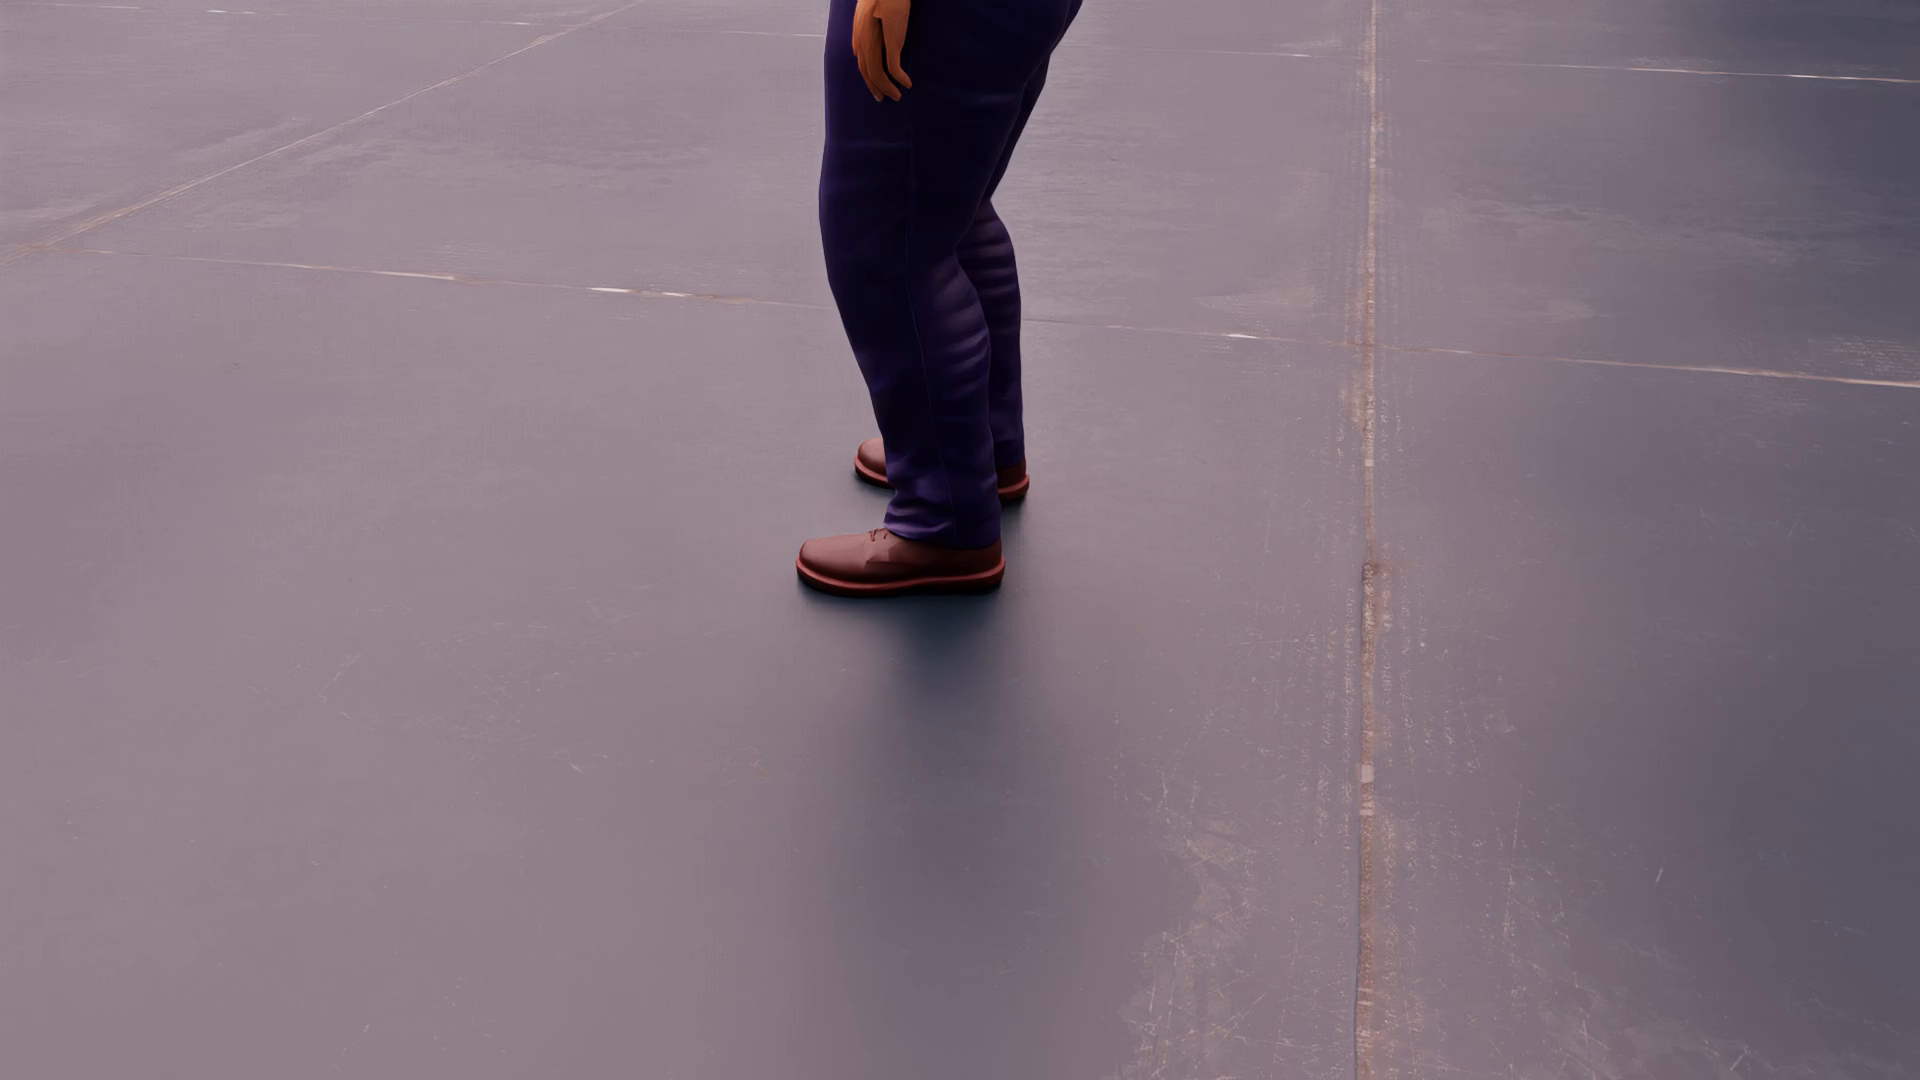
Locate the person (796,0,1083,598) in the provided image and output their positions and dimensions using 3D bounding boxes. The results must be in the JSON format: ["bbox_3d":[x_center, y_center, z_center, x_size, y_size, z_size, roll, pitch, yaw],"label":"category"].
[{"bbox_3d":[-0.028,-0.733,2.140,0.373,1.637,0.546,5,27,9],"label":"person"}]
